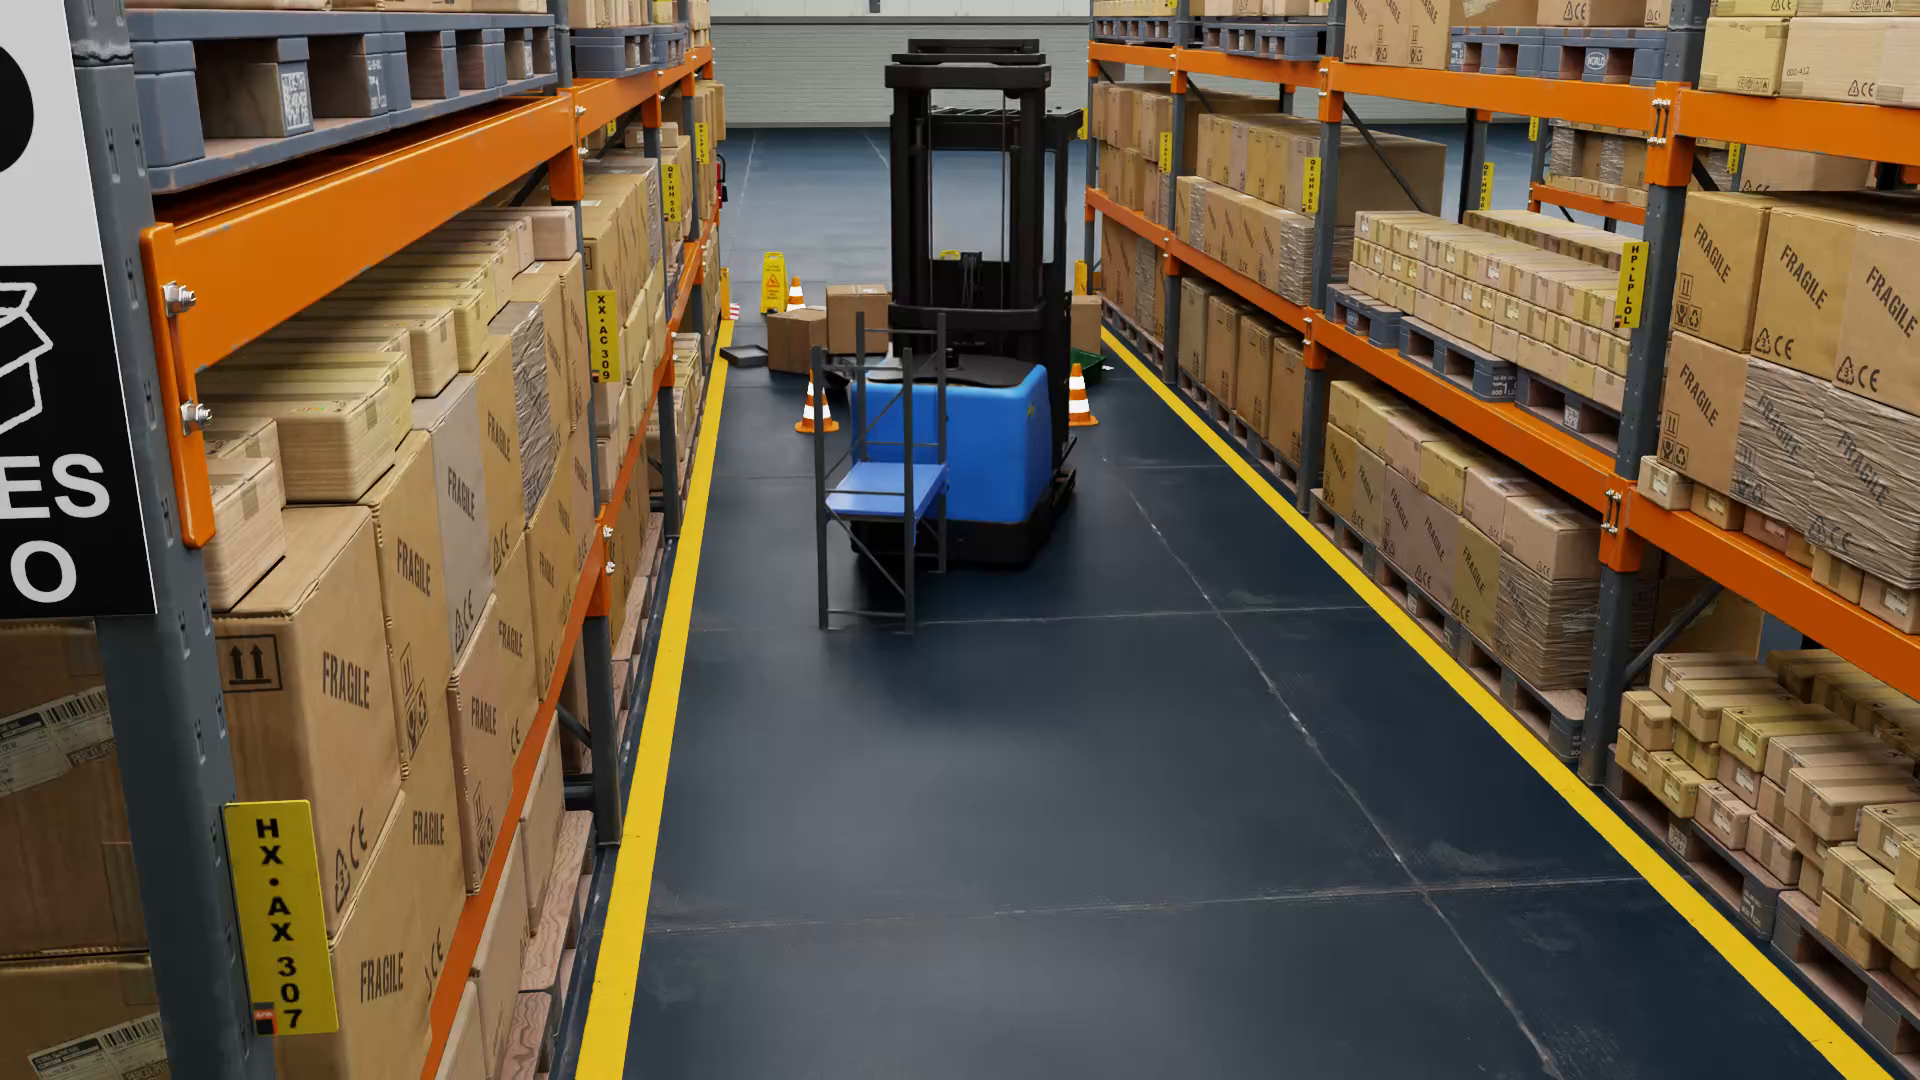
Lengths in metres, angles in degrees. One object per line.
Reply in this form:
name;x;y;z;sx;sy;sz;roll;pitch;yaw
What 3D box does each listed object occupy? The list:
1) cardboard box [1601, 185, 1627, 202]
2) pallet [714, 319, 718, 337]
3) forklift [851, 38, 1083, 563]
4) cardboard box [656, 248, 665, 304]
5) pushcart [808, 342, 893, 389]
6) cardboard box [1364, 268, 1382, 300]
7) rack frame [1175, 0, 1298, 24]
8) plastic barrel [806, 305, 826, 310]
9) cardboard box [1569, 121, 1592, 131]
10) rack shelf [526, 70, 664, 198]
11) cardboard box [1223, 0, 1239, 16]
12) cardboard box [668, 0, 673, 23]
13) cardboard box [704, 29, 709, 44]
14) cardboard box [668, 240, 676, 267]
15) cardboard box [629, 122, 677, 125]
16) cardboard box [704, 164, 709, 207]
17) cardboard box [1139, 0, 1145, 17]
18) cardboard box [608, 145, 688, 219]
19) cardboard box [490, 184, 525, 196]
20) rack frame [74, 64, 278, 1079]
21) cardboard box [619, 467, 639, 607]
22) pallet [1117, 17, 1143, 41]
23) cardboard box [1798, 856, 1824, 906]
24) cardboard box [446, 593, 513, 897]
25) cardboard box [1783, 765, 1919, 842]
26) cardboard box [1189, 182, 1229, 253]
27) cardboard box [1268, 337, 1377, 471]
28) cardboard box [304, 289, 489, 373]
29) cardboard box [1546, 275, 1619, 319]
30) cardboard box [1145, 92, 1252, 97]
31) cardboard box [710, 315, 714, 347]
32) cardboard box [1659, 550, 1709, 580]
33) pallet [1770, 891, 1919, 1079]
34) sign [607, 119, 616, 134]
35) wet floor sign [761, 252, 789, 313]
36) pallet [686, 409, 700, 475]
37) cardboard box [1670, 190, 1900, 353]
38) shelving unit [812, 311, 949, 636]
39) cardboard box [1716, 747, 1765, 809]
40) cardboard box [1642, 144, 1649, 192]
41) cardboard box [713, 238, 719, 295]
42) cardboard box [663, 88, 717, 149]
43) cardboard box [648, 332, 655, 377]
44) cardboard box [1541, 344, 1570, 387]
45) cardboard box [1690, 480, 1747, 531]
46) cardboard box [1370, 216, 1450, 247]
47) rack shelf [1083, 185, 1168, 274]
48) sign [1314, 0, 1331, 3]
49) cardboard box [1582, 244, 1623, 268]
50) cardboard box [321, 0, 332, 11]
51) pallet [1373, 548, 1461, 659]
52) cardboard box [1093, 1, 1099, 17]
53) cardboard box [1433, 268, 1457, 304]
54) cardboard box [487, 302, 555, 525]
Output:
cardboard box;6.658;-3.470;16.640;0.380;0.149;0.250;-2;18;-6
pallet;-2.993;-2.229;16.925;1.003;0.211;1.213;-2;18;-6
forklift;0.165;-1.665;10.588;1.130;2.935;3.031;4;18;11
cardboard box;-1.921;-1.472;9.275;0.500;0.250;0.500;-2;18;-6
pushcart;-0.374;-1.468;14.223;1.648;0.377;0.936;-8;19;-25
cardboard box;2.562;-1.486;9.621;0.380;0.149;0.250;-1;17;-3
rack frame;2.277;-5.679;13.242;1.000;3.000;0.127;-2;18;-6
plastic barrel;-1.330;-2.028;15.929;0.512;0.421;0.421;11;21;32
cardboard box;6.638;-4.477;17.096;0.500;0.500;0.500;-2;18;-6
rack shelf;-2.018;-1.934;7.523;1.077;0.370;4.000;-2;18;-6
cardboard box;2.162;-3.950;12.296;0.380;0.149;0.250;-2;18;-6
cardboard box;-2.432;-4.024;12.528;0.500;0.250;0.500;-2;18;-7
cardboard box;-2.676;-4.966;16.398;0.380;0.149;0.250;-2;18;-5
cardboard box;-2.059;-1.876;10.862;0.380;0.149;0.250;-2;18;-5
cardboard box;-2.280;-2.998;12.270;0.380;0.149;0.250;-2;18;-7
cardboard box;-2.519;-3.262;14.895;0.500;0.500;0.500;-2;18;-6
cardboard box;1.816;-4.777;14.929;0.380;0.149;0.250;-2;17;-5
cardboard box;-2.261;-2.591;12.059;0.500;0.500;0.500;-1;17;-4
cardboard box;-2.269;-1.360;7.664;0.500;0.500;0.500;-1;17;-5
rack frame;-1.399;0.942;2.170;1.000;3.000;0.127;-2;18;-6
cardboard box;-2.148;-0.154;8.507;0.875;0.875;0.875;-2;17;-5
pallet;2.080;-4.812;15.638;1.003;0.211;1.213;-2;18;-6
cardboard box;3.063;1.150;5.565;0.380;0.149;0.250;-3;18;-8
cardboard box;-1.277;0.440;3.601;0.500;0.500;0.500;-2;18;-6
cardboard box;2.970;0.865;5.480;0.380;0.149;0.250;-1;17;-4
cardboard box;2.116;-2.549;13.122;0.500;0.500;0.500;-2;18;-5
cardboard box;2.716;-0.936;11.206;1.050;0.750;0.750;-2;18;-6
cardboard box;-1.278;-0.470;3.748;0.380;0.149;0.250;-2;18;-7
cardboard box;2.813;-1.068;7.297;0.380;0.149;0.250;-2;18;-7
cardboard box;2.181;-3.840;15.347;0.875;0.550;0.550;-2;18;-6
cardboard box;-2.495;-1.865;14.999;0.500;0.250;0.500;-1;17;-3
cardboard box;3.288;-0.027;7.476;0.500;0.250;0.500;-3;18;-8
pallet;3.335;1.461;5.172;1.003;0.211;1.213;-2;18;-6
sign;-3.589;-4.222;17.171;0.100;0.325;0.005;-2;18;-6
wet floor sign;-2.005;-2.792;17.992;0.267;0.644;0.232;4;18;13
pallet;-2.426;-0.707;12.077;1.003;0.211;1.213;-2;18;-6
cardboard box;2.906;-0.958;5.888;0.500;0.500;0.500;-1;17;-4
shelving unit;-0.405;-0.386;8.903;0.538;1.500;1.048;3;18;8
cardboard box;2.997;0.847;6.034;0.380;0.149;0.250;-2;18;-6
cardboard box;7.067;-3.561;15.849;0.875;0.500;0.500;-2;18;-6
cardboard box;-2.650;-2.686;16.361;0.500;0.500;0.500;-1;17;-4
cardboard box;-2.522;-3.741;14.754;0.700;0.500;0.500;-2;18;-7
cardboard box;-1.809;-0.925;8.367;0.500;0.250;0.500;-2;18;-6
cardboard box;2.813;-0.778;7.364;0.380;0.149;0.250;-2;18;-6
cardboard box;2.906;-0.144;6.048;0.380;0.149;0.250;-1;17;-4
cardboard box;2.574;-1.766;9.518;0.380;0.149;0.250;-2;18;-7
rack shelf;2.070;-3.069;16.147;1.077;0.370;4.000;-2;18;-6
sign;2.136;-3.326;9.760;0.100;0.325;0.005;-2;18;-6
cardboard box;3.353;-1.395;8.336;0.380;0.149;0.250;-1;17;-4
cardboard box;-1.504;-1.143;3.082;0.500;0.311;0.500;-1;17;-5
pallet;2.891;0.301;8.866;1.003;0.211;1.213;-2;18;-6
cardboard box;1.580;-5.456;17.091;0.380;0.149;0.250;-2;18;-5
cardboard box;2.673;-1.314;8.575;0.380;0.149;0.250;-2;18;-6
cardboard box;-1.382;-0.340;4.416;0.500;0.500;0.500;-2;17;-5
